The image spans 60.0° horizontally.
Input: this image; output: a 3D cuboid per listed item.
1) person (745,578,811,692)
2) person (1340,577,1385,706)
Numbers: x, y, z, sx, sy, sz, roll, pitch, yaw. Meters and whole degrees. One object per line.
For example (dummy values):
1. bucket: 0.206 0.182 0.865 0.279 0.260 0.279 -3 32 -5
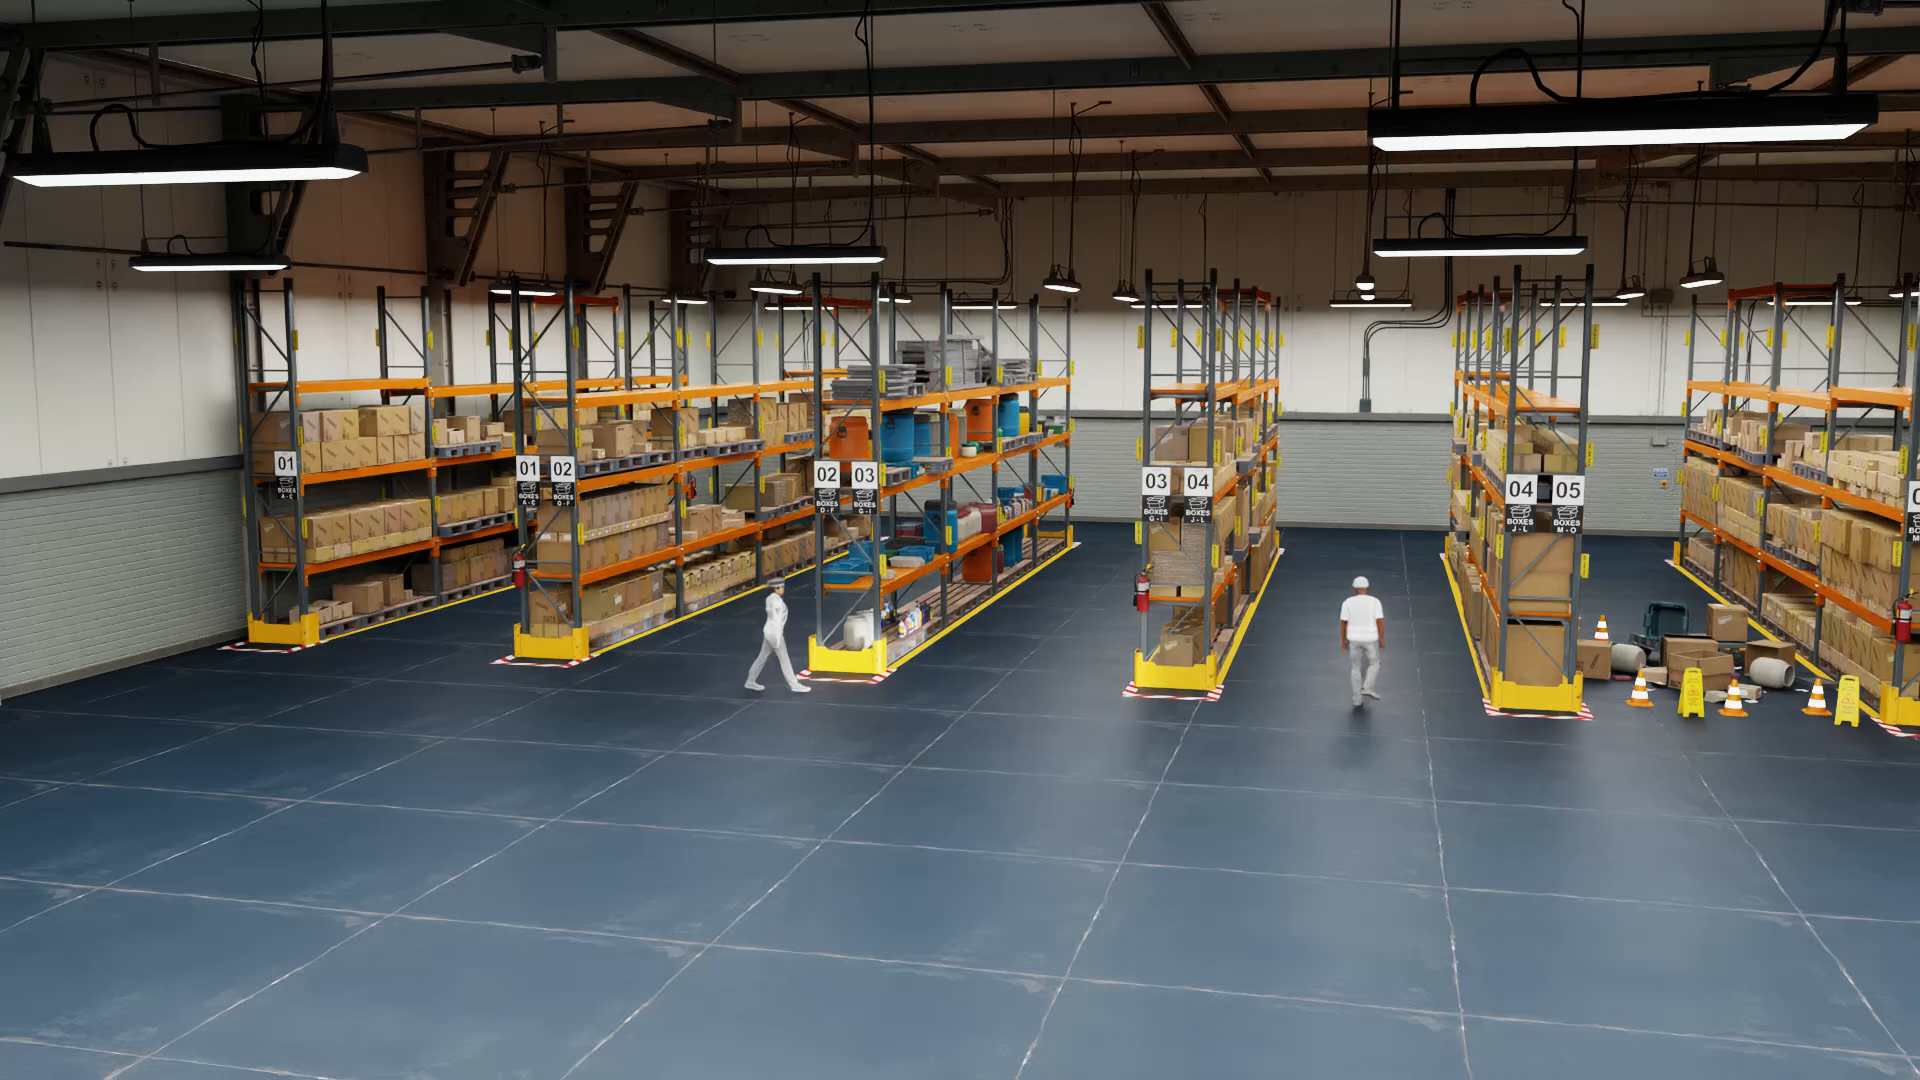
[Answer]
1. person: -2.600 1.342 23.633 0.941 1.616 0.521 -1 7 -5
2. person: 5.538 1.388 22.878 0.619 1.753 0.499 3 7 24
